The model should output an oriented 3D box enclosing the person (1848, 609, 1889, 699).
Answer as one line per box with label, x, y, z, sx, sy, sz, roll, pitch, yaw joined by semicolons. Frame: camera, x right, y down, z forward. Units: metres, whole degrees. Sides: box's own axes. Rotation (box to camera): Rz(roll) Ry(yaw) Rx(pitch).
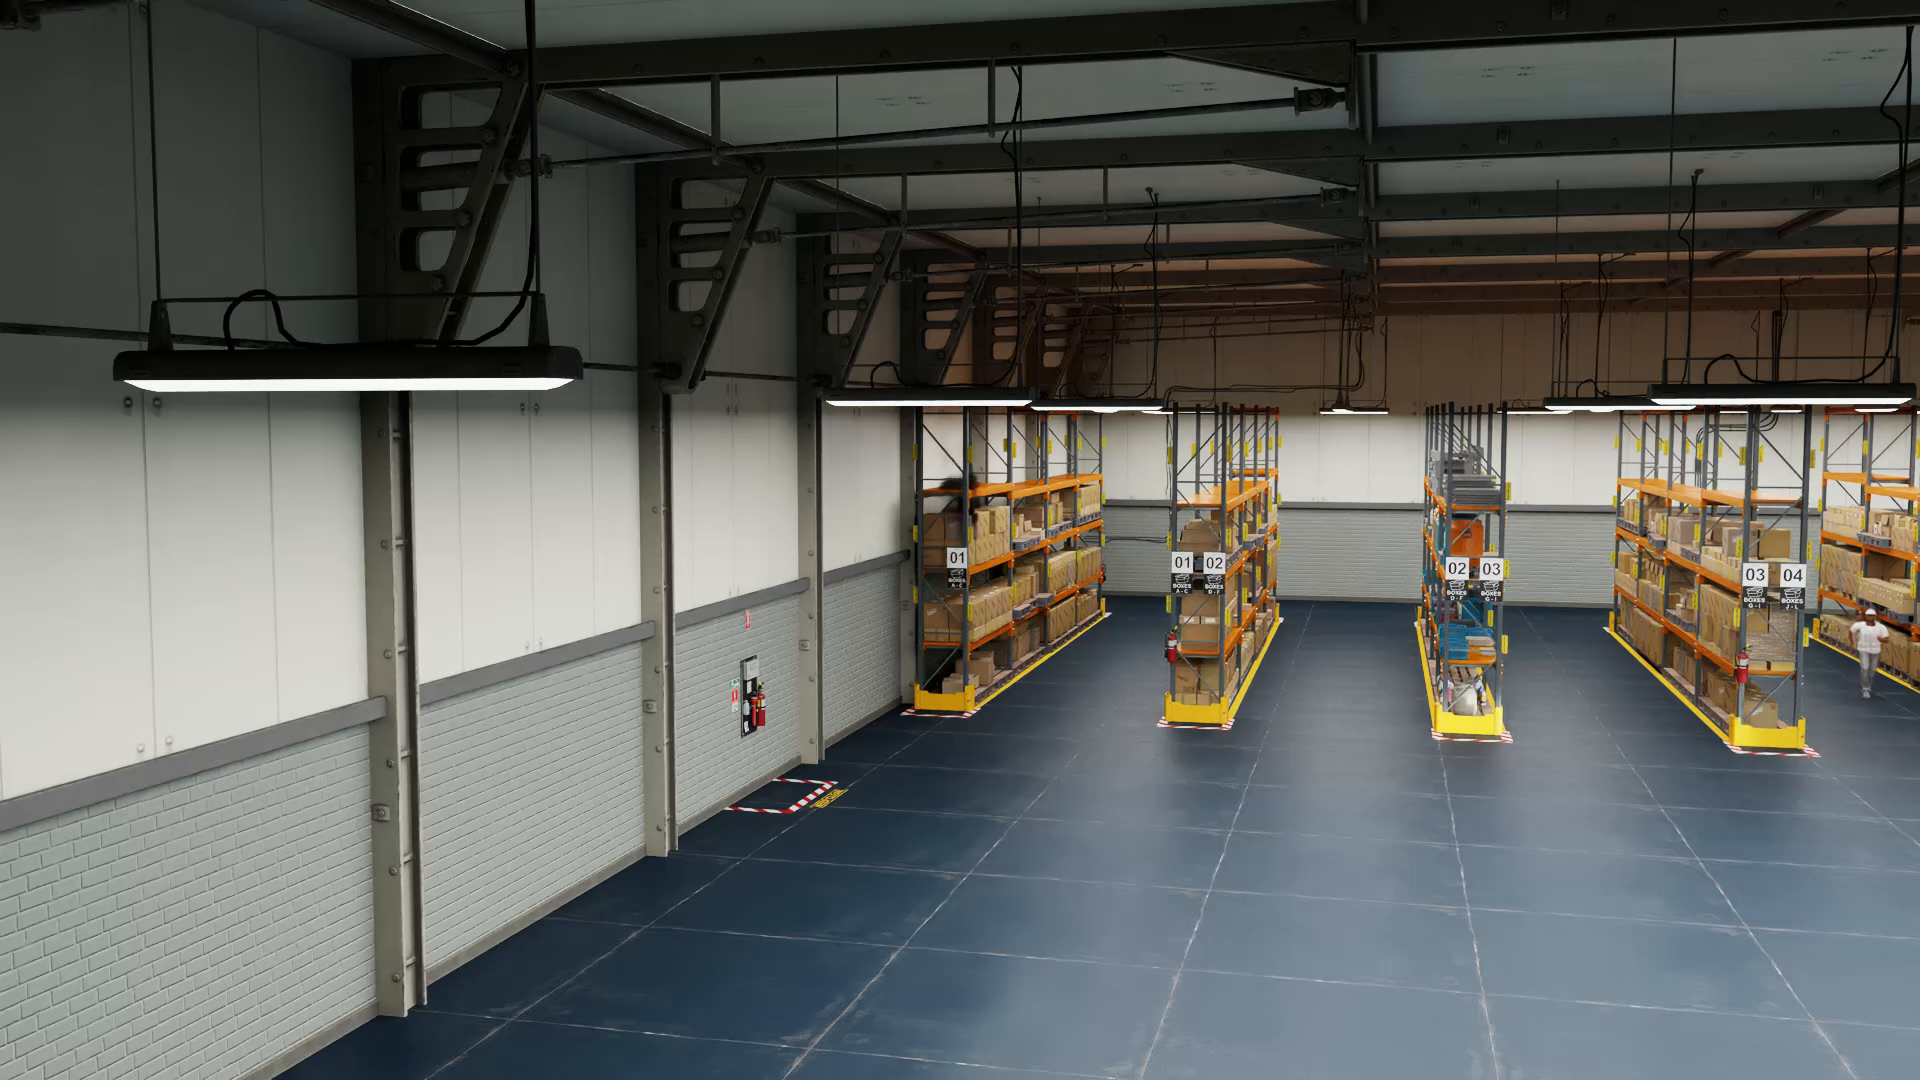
person;18.623;2.276;34.059;0.692;1.741;0.917;1;4;16
